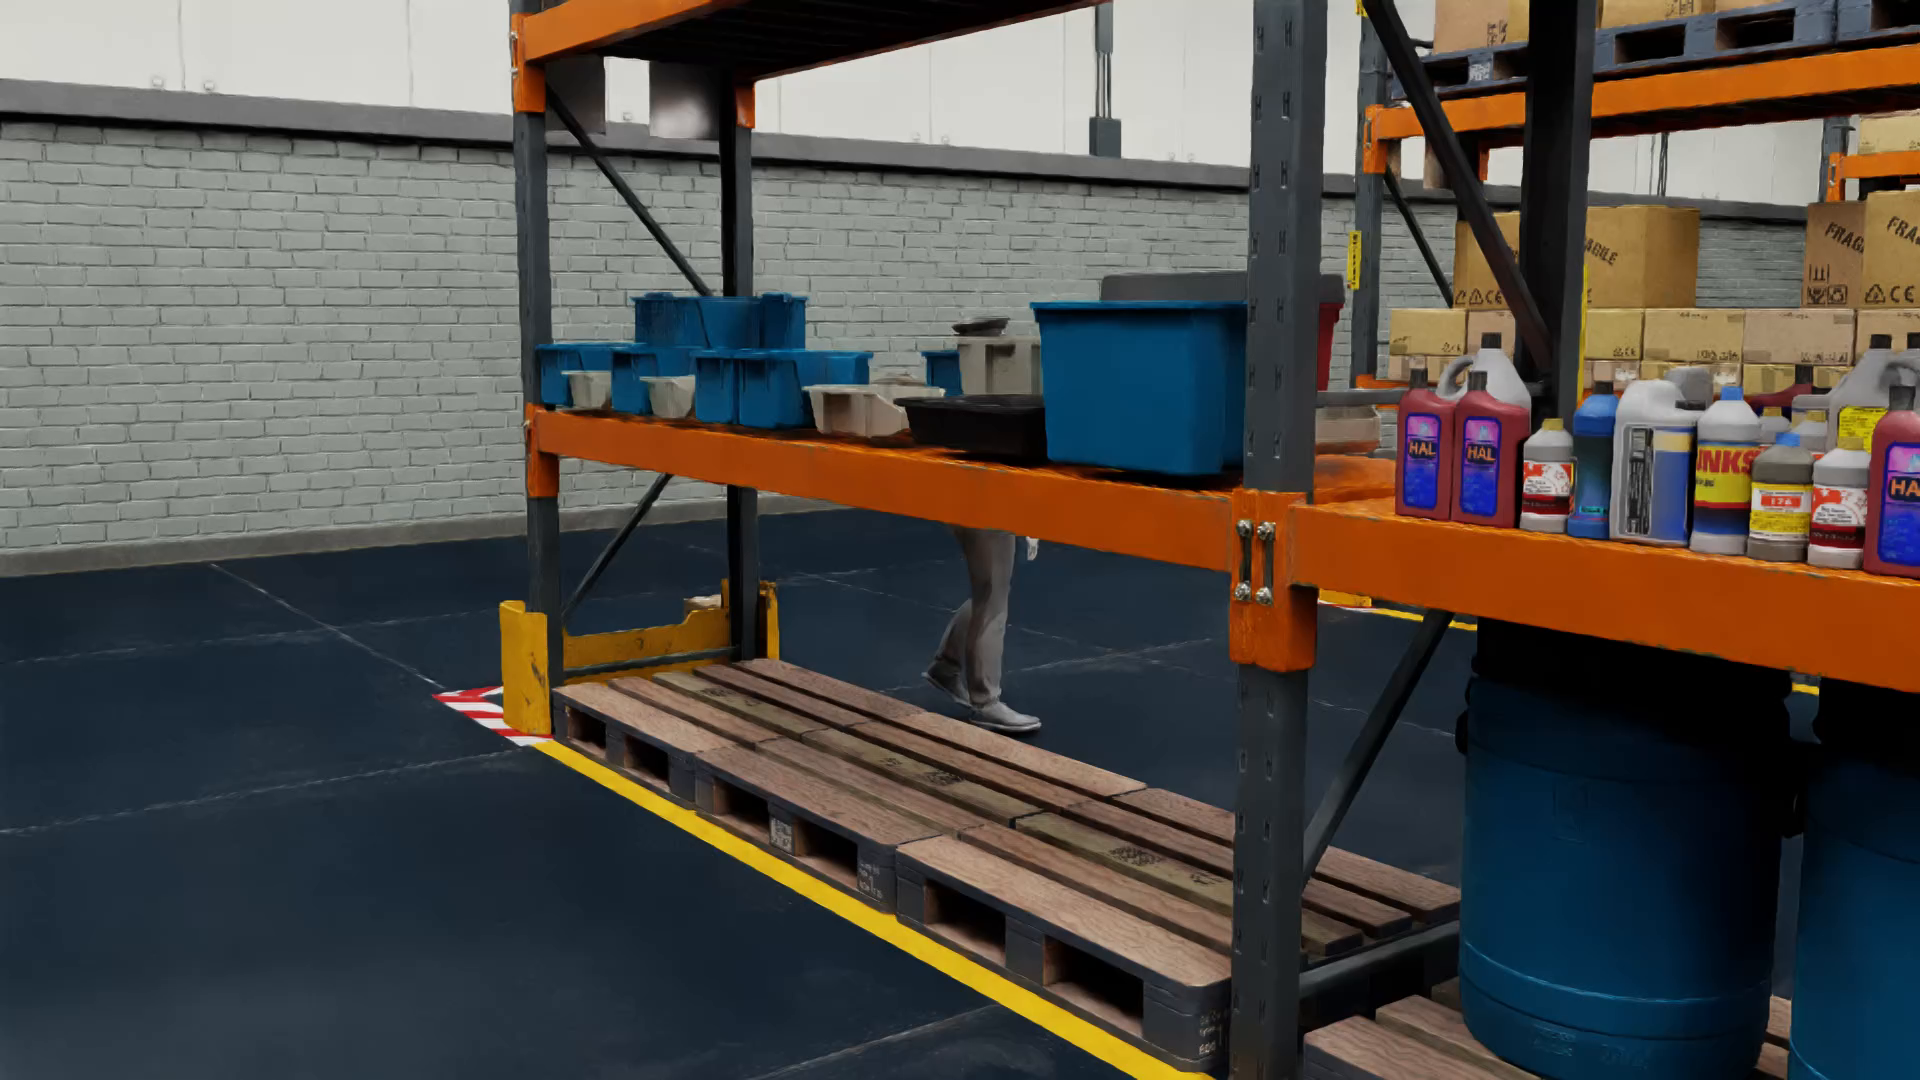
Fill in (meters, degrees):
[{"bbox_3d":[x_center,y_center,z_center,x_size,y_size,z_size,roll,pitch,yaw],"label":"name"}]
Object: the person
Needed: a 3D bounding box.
[{"bbox_3d":[0.083,-0.076,6.762,0.388,1.657,0.553,-2,8,-16],"label":"person"}]
